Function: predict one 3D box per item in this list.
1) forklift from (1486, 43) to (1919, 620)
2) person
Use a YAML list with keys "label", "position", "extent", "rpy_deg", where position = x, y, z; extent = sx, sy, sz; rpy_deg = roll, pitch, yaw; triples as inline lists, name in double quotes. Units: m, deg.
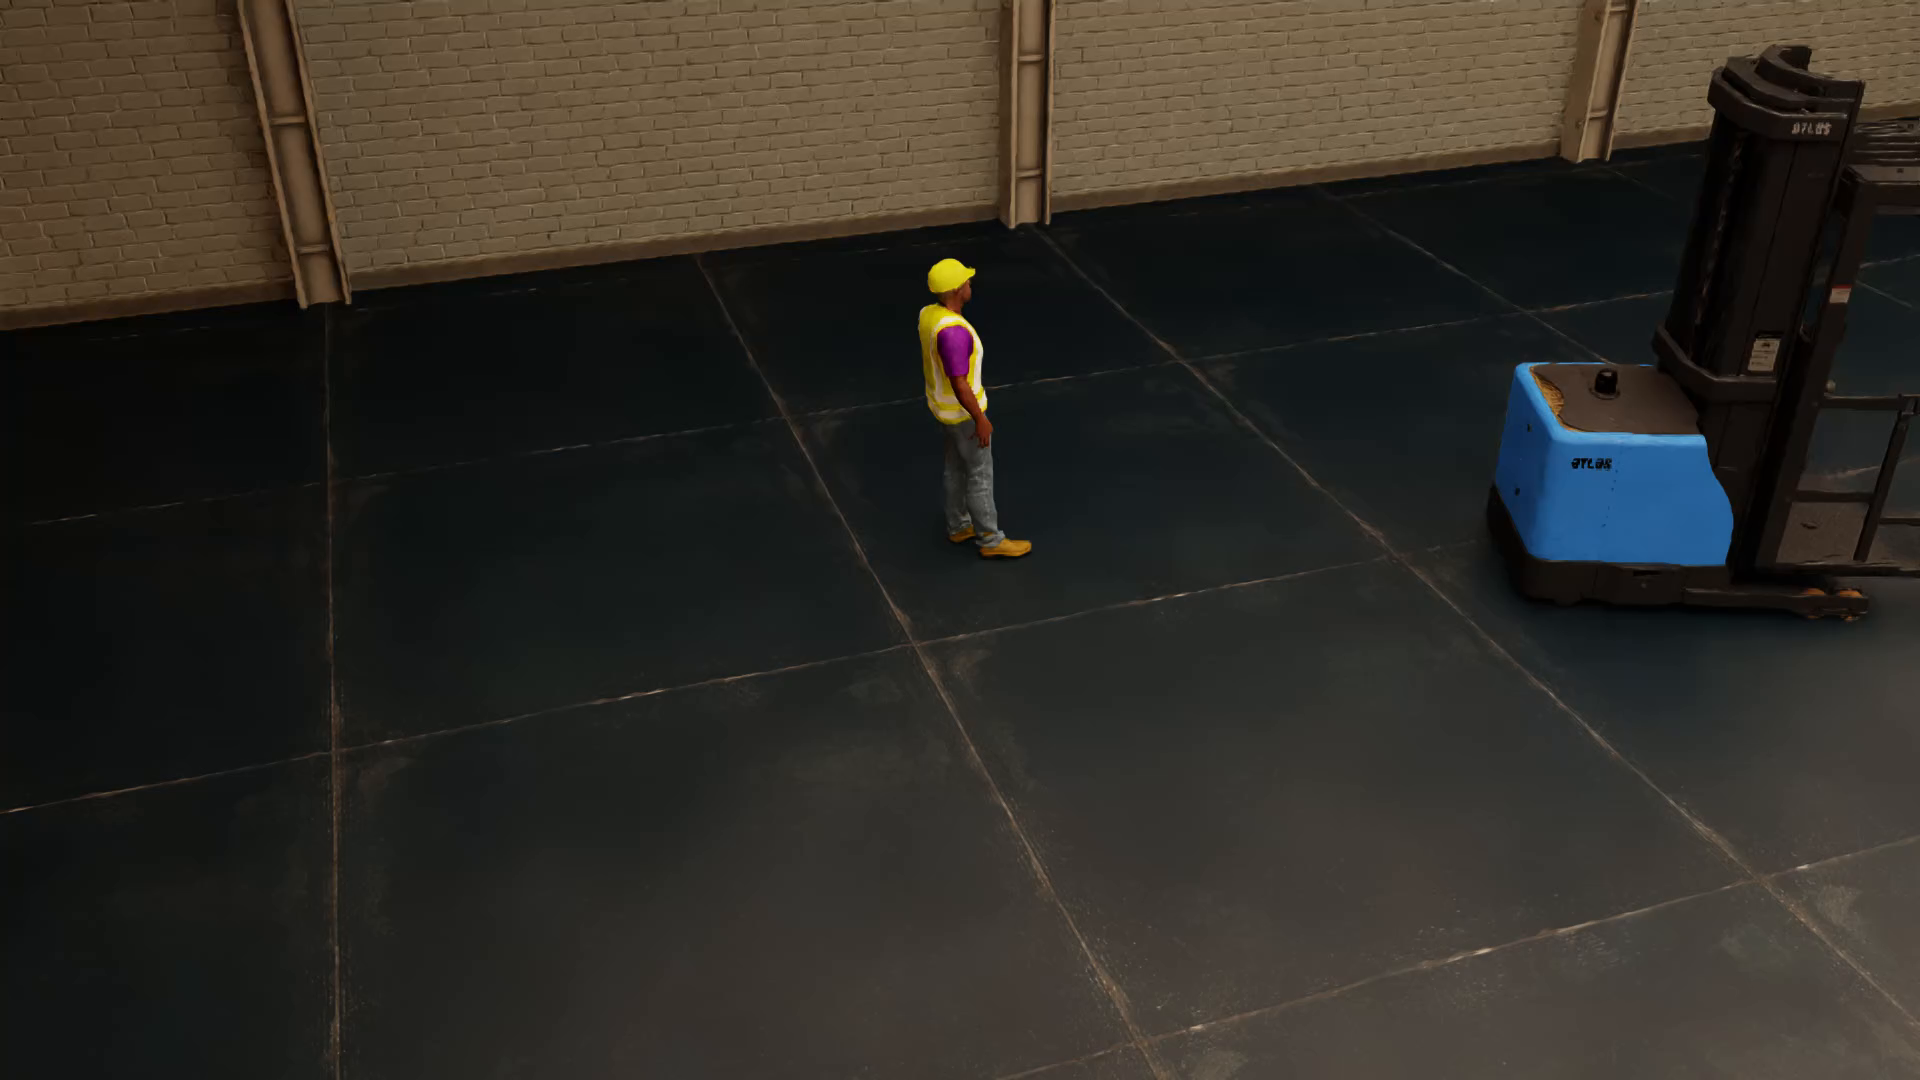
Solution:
- label: "forklift"
  position: [4.695, -1.102, 9.003]
  extent: [3.031, 2.935, 1.130]
  rpy_deg: [2, 30, 3]
- label: "person"
  position: [0.068, -0.780, 9.597]
  extent: [0.576, 1.766, 0.665]
  rpy_deg: [-10, 31, -16]
